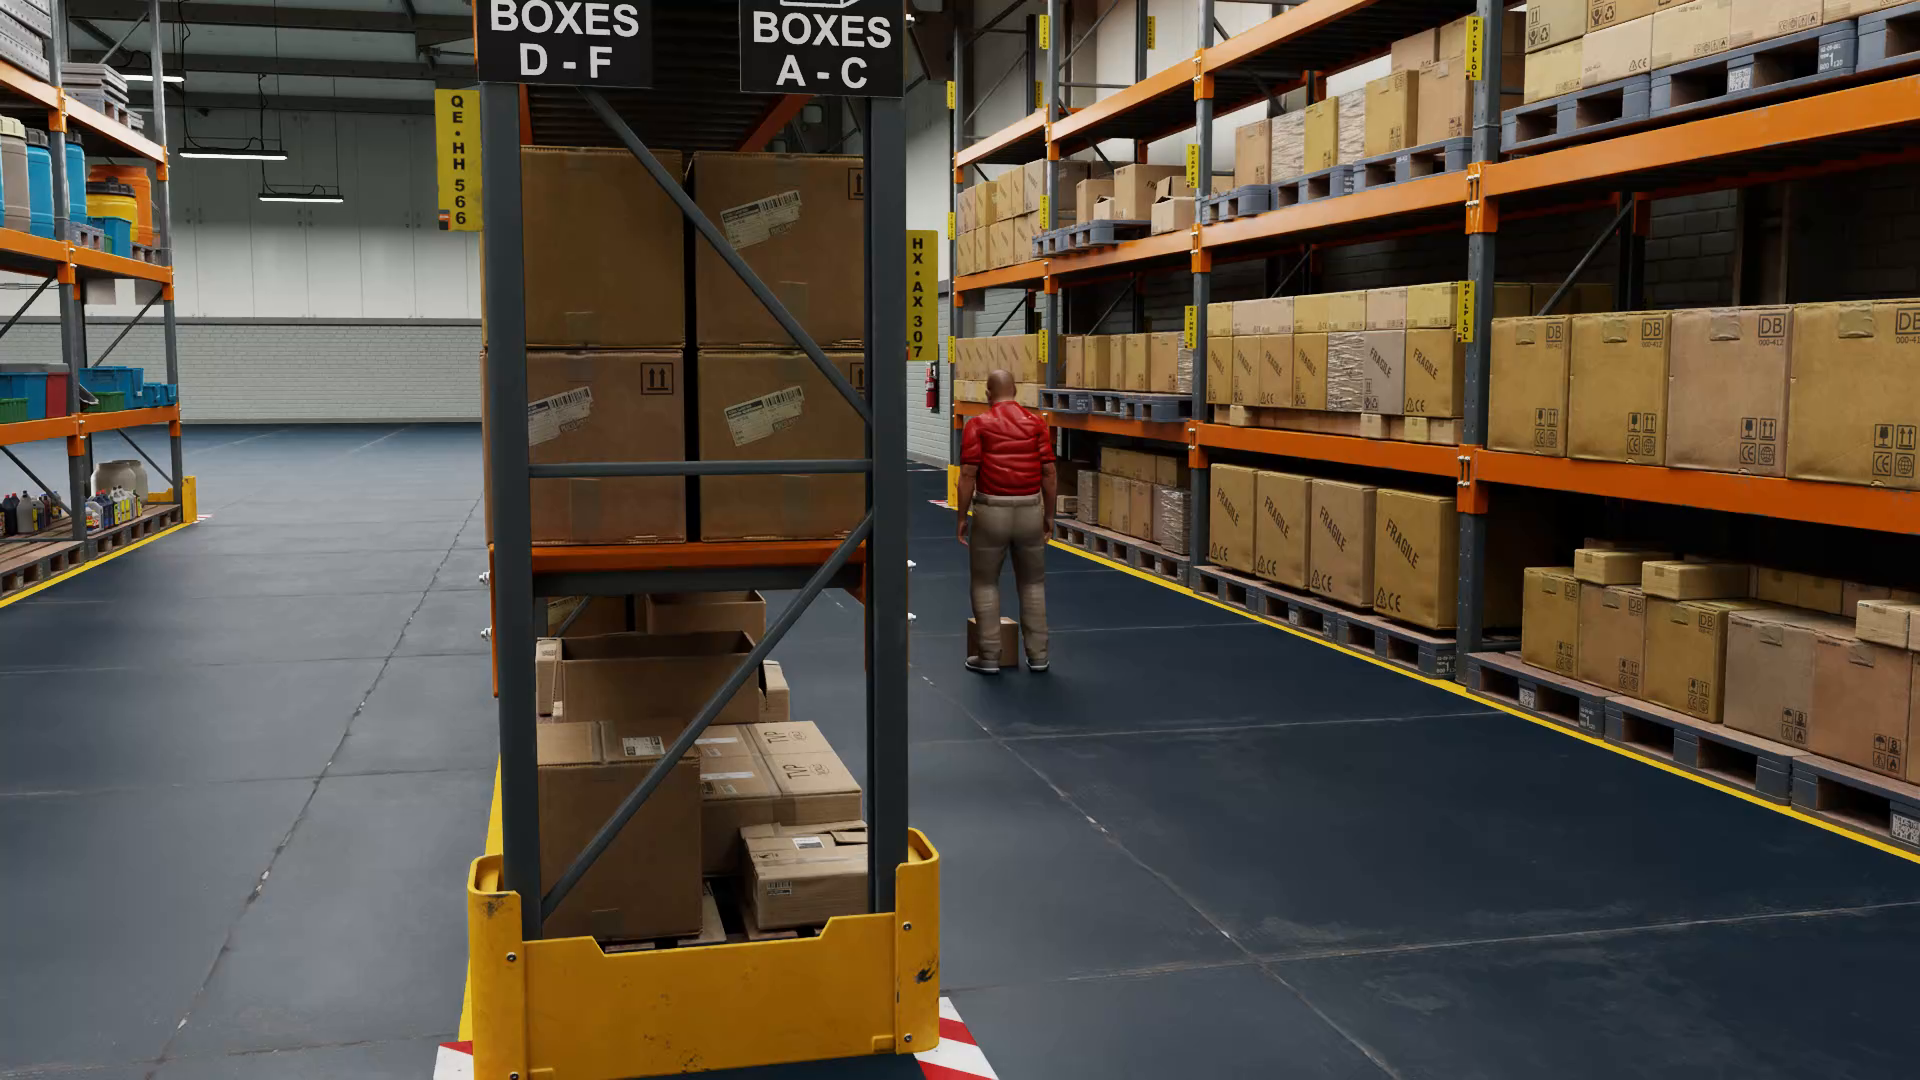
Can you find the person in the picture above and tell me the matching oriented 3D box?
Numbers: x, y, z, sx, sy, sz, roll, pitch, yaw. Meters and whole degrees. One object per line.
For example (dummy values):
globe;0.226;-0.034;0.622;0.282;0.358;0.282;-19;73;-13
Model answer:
person;0.265;-0.108;9.524;0.587;1.727;0.394;-1;6;-13
